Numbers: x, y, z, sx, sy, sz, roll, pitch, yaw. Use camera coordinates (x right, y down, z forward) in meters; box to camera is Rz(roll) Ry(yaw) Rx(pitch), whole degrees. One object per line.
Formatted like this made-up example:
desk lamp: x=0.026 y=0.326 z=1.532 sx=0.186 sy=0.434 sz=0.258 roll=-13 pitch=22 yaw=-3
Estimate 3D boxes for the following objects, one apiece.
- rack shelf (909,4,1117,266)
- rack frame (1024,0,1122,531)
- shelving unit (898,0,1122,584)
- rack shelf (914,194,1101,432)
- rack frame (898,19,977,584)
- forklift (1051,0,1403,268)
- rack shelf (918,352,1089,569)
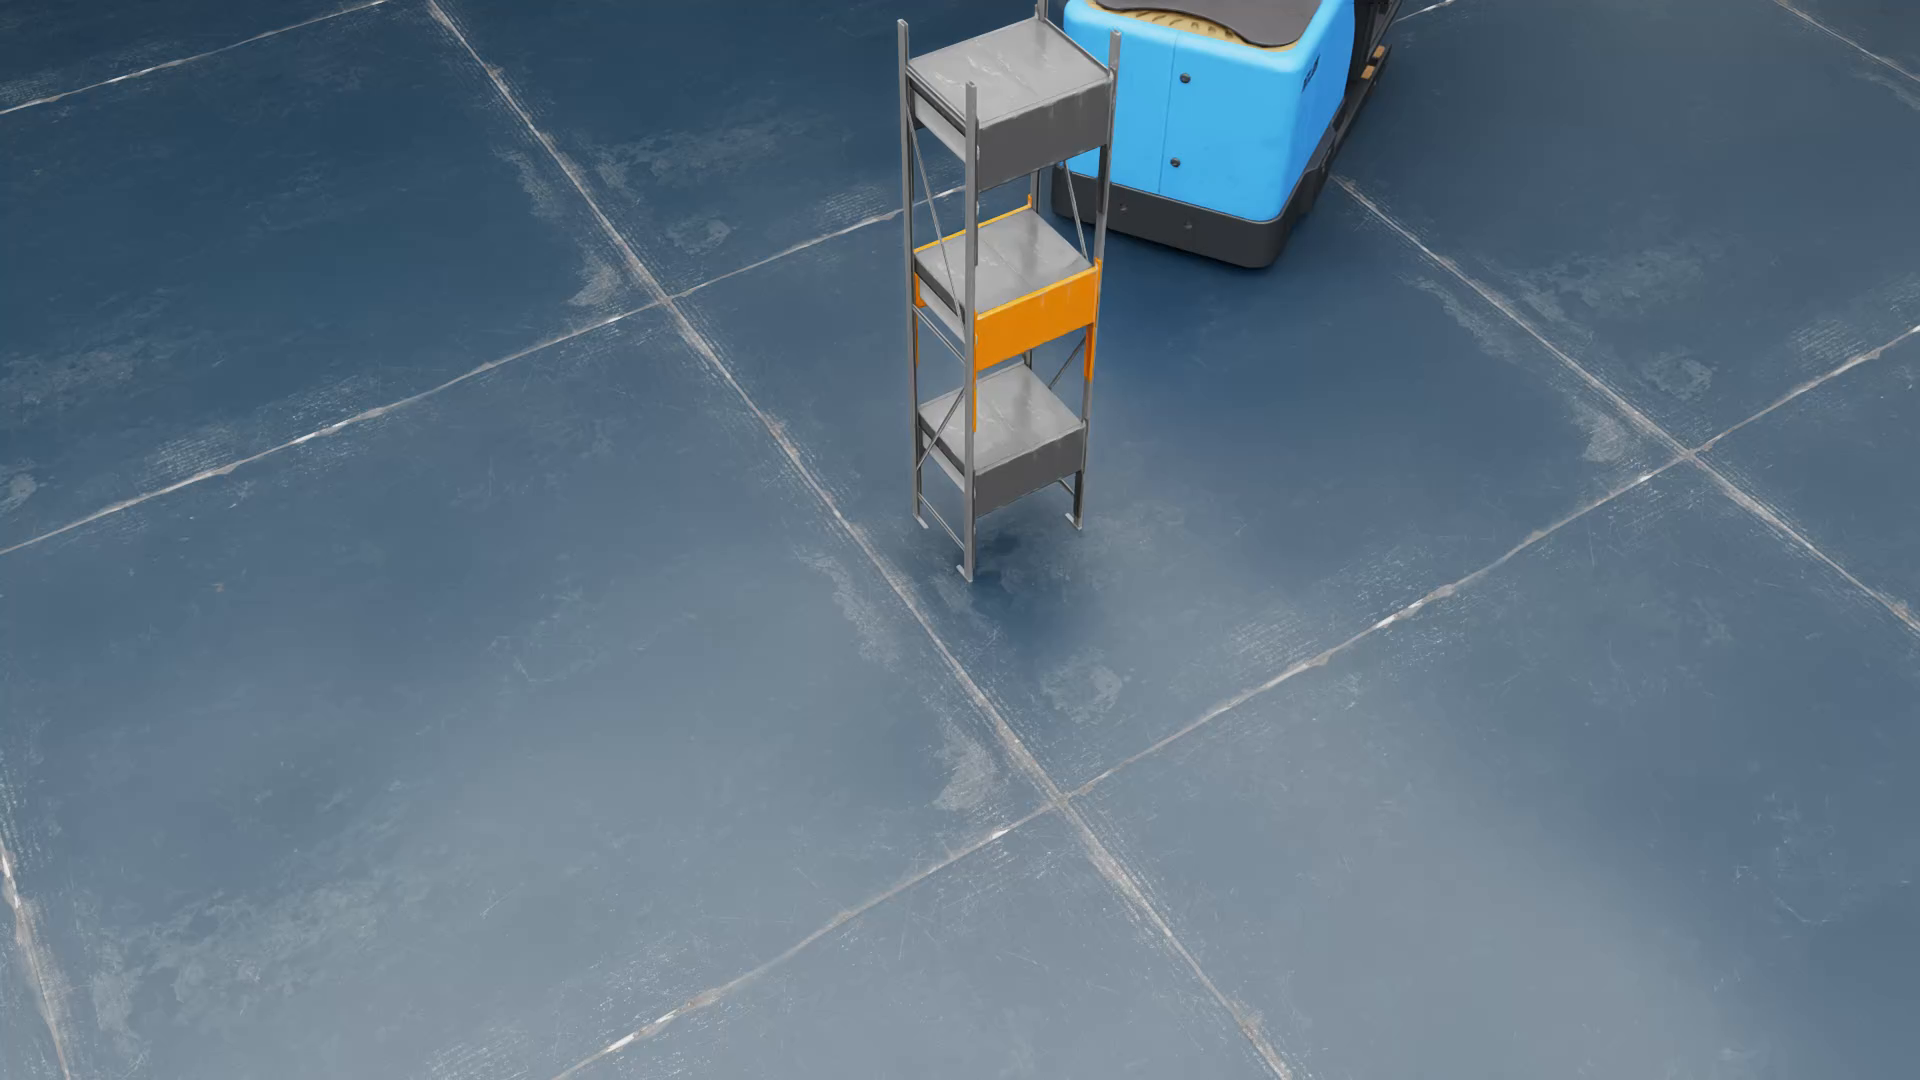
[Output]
rack shelf: x=0.140 y=-1.221 z=5.012 sx=0.480 sy=0.518 sz=0.431 roll=-25 pitch=53 yaw=-21
rack frame: x=0.346 y=-0.861 z=5.611 sx=0.015 sy=2.100 sz=0.400 roll=-25 pitch=53 yaw=-21
shelving unit: x=0.140 y=-0.764 z=5.525 sx=0.503 sy=2.100 sz=0.431 roll=-25 pitch=53 yaw=-21
rack shelf: x=0.140 y=-0.755 z=5.535 sx=0.480 sy=0.518 sz=0.431 roll=-25 pitch=53 yaw=-21
rack frame: x=-0.066 y=-0.667 z=5.438 sx=0.015 sy=2.100 sz=0.400 roll=-25 pitch=53 yaw=-21
forklift: x=1.490 y=-3.269 z=7.198 sx=1.130 sy=2.935 sz=3.031 roll=19 pitch=51 yaw=16
rack shelf: x=0.140 y=-0.290 z=6.058 sx=0.480 sy=0.518 sz=0.431 roll=-25 pitch=53 yaw=-21
